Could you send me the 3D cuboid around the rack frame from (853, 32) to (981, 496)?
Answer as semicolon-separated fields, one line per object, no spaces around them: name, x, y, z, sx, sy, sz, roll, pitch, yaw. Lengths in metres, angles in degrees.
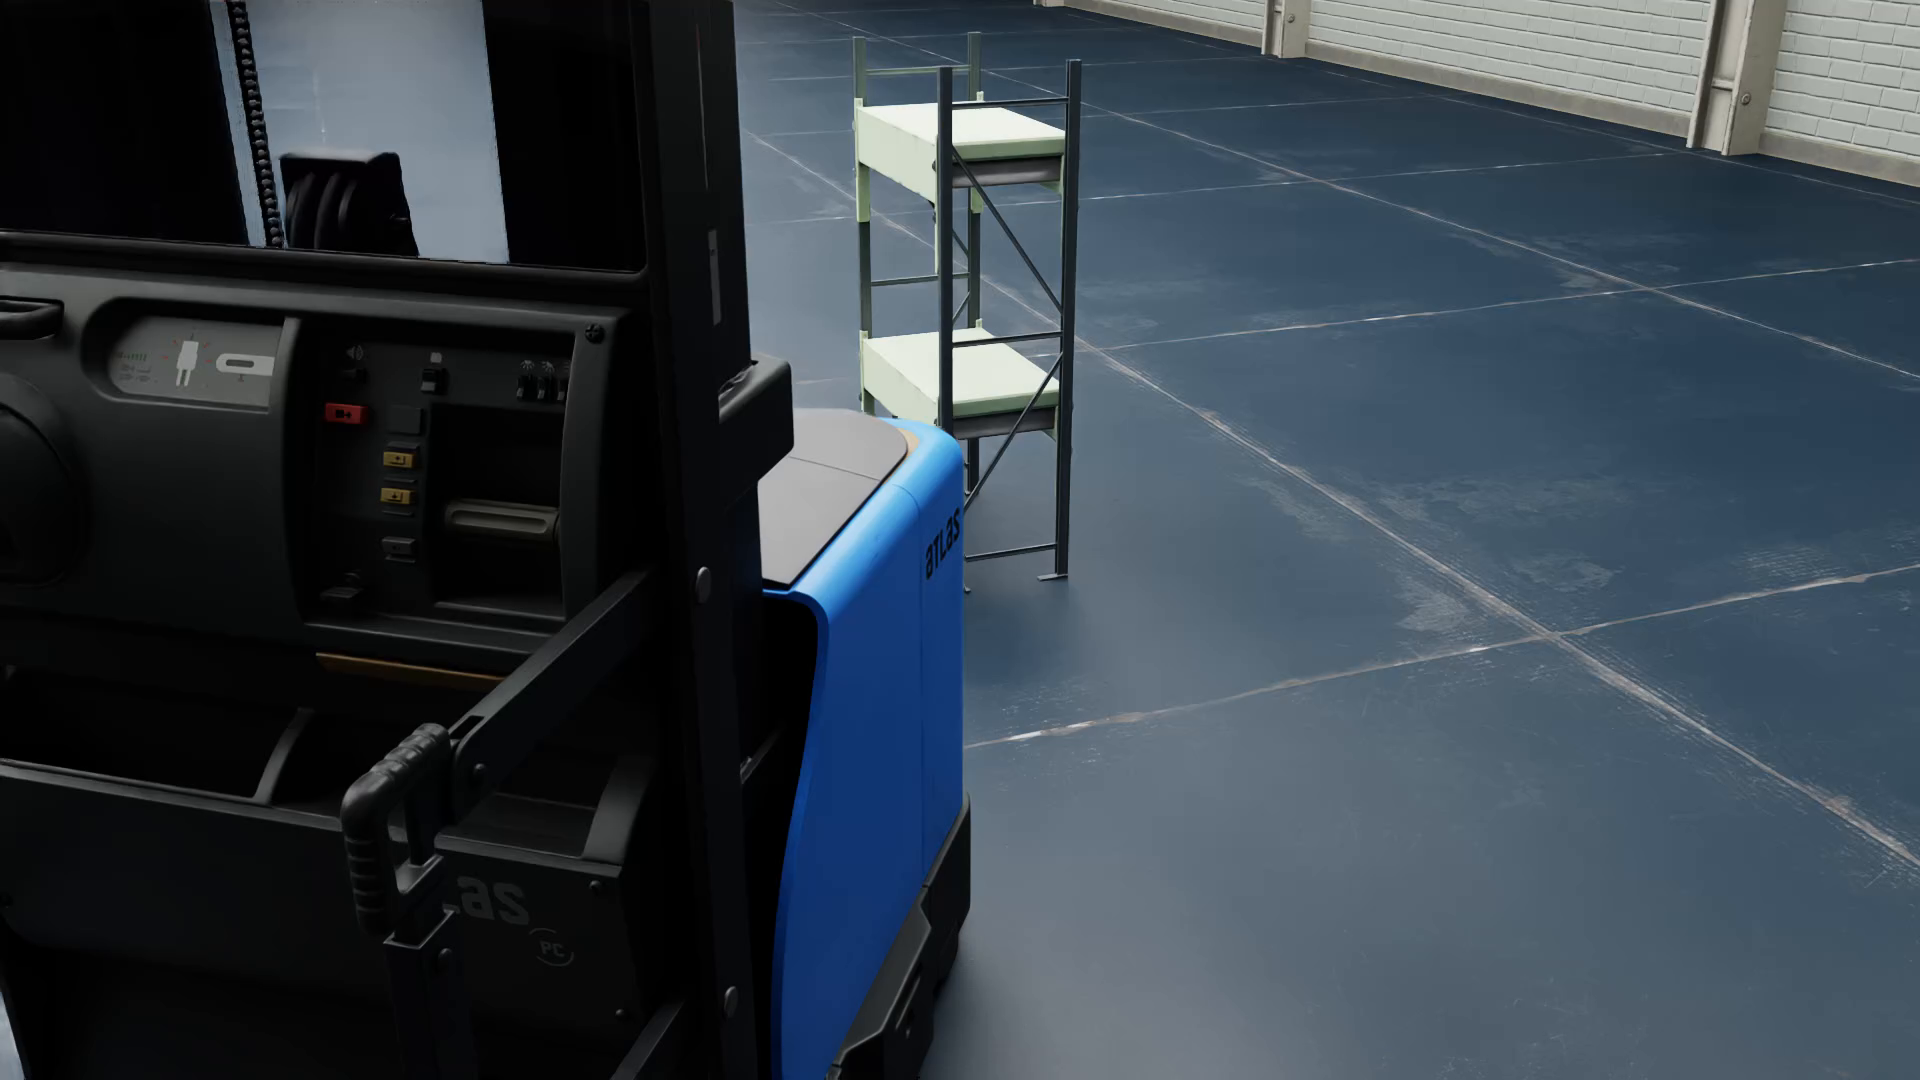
rack frame;-0.127;-0.822;5.268;0.400;1.500;0.023;-8;24;-19

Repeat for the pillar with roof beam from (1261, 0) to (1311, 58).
pillar with roof beam;-0.710;-8.519;13.875;9.100;9.000;0.400;-8;24;-19

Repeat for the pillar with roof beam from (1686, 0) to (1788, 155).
pillar with roof beam;1.410;-6.339;8.703;9.100;9.000;0.400;-8;24;-19

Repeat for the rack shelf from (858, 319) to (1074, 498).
rack shelf;0.002;-0.388;5.080;0.431;0.370;0.720;-8;24;-19

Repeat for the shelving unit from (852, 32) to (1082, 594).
shelving unit;0.002;-0.689;4.953;0.431;1.500;0.755;-8;24;-19

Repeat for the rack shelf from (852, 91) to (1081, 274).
rack shelf;0.002;-1.048;4.801;0.431;0.370;0.720;-8;24;-19

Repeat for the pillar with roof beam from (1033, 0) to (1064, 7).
pillar with roof beam;-2.830;-10.699;19.048;9.100;9.000;0.400;-8;24;-19

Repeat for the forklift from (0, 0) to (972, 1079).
forklift;-0.858;-0.074;1.652;1.130;2.935;3.031;6;24;14

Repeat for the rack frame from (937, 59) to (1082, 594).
rack frame;0.132;-0.556;4.637;0.400;1.500;0.023;-8;24;-19
